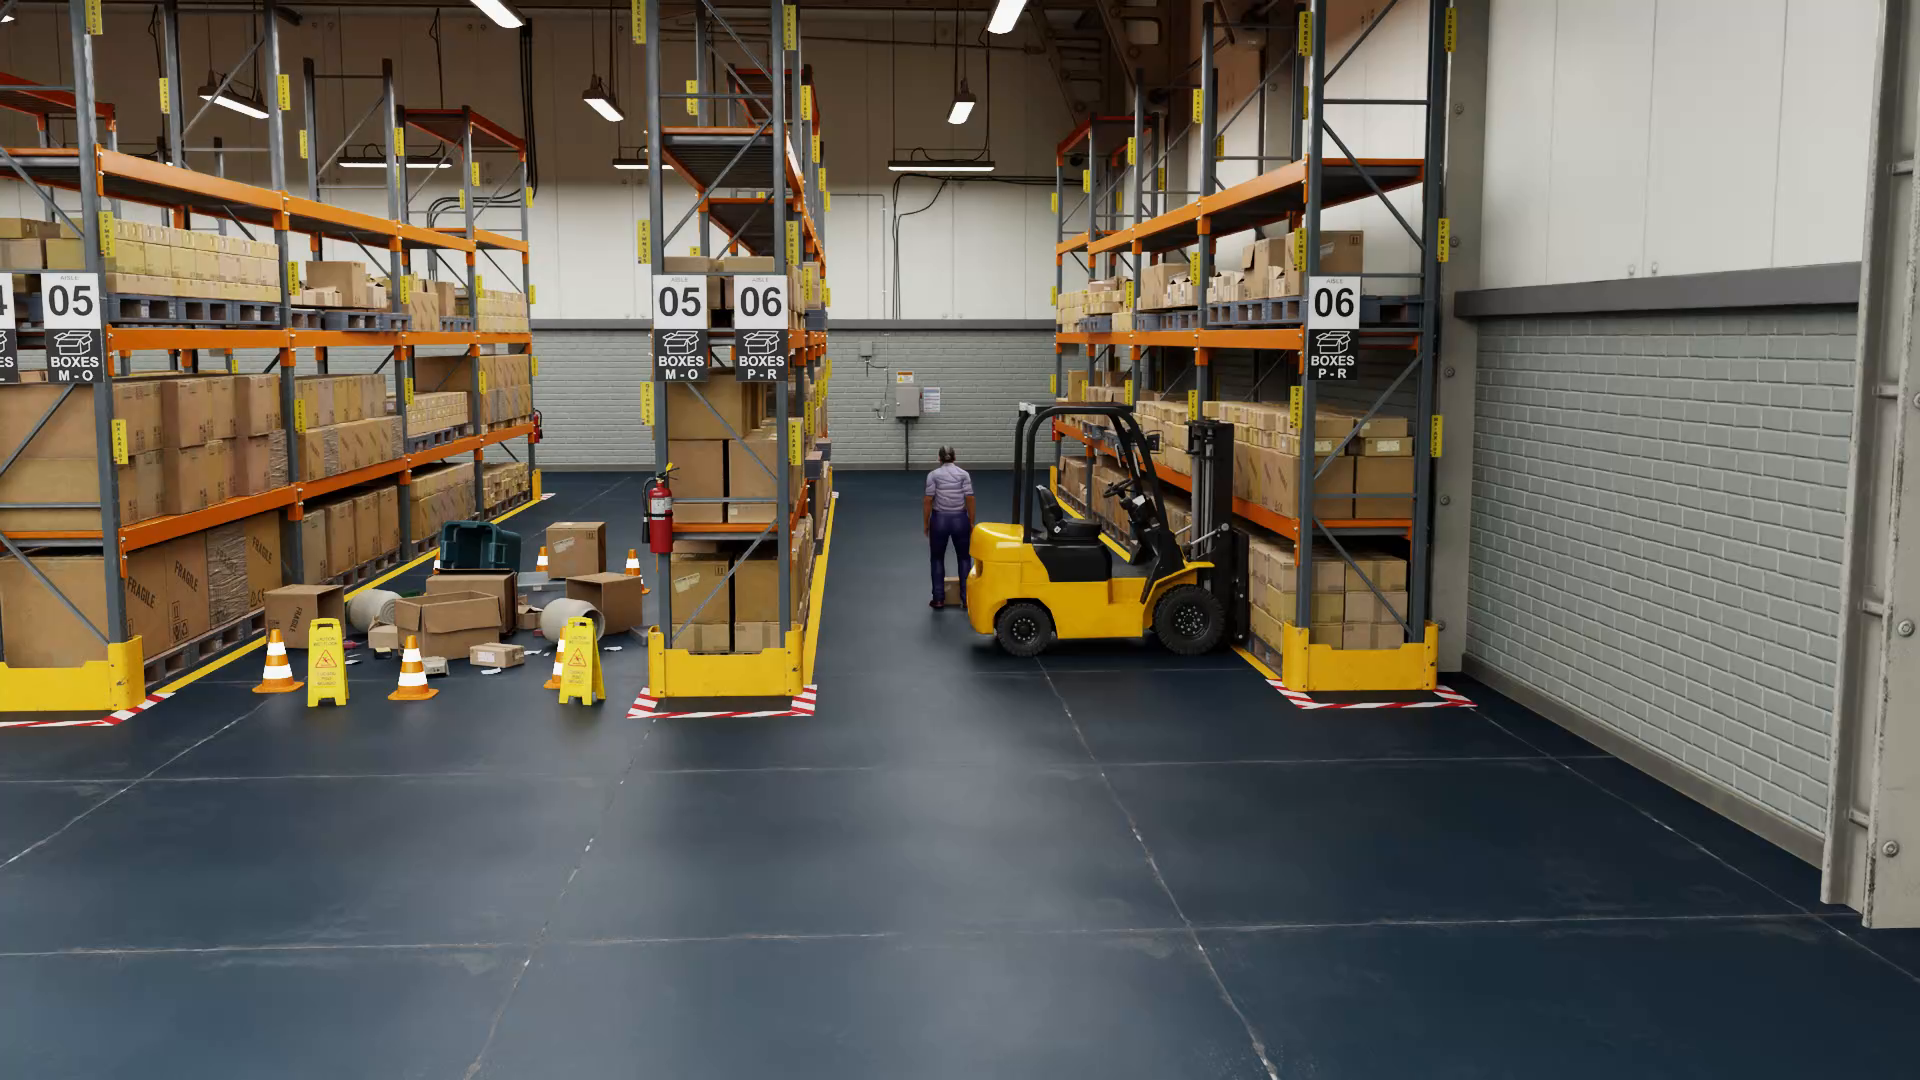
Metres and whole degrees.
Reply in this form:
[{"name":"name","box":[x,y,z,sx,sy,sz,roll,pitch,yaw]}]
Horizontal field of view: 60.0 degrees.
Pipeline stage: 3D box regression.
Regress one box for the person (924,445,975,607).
[{"name":"person","box":[-0.099,-0.139,16.920,0.546,1.651,0.367,-1,7,-4]}]
